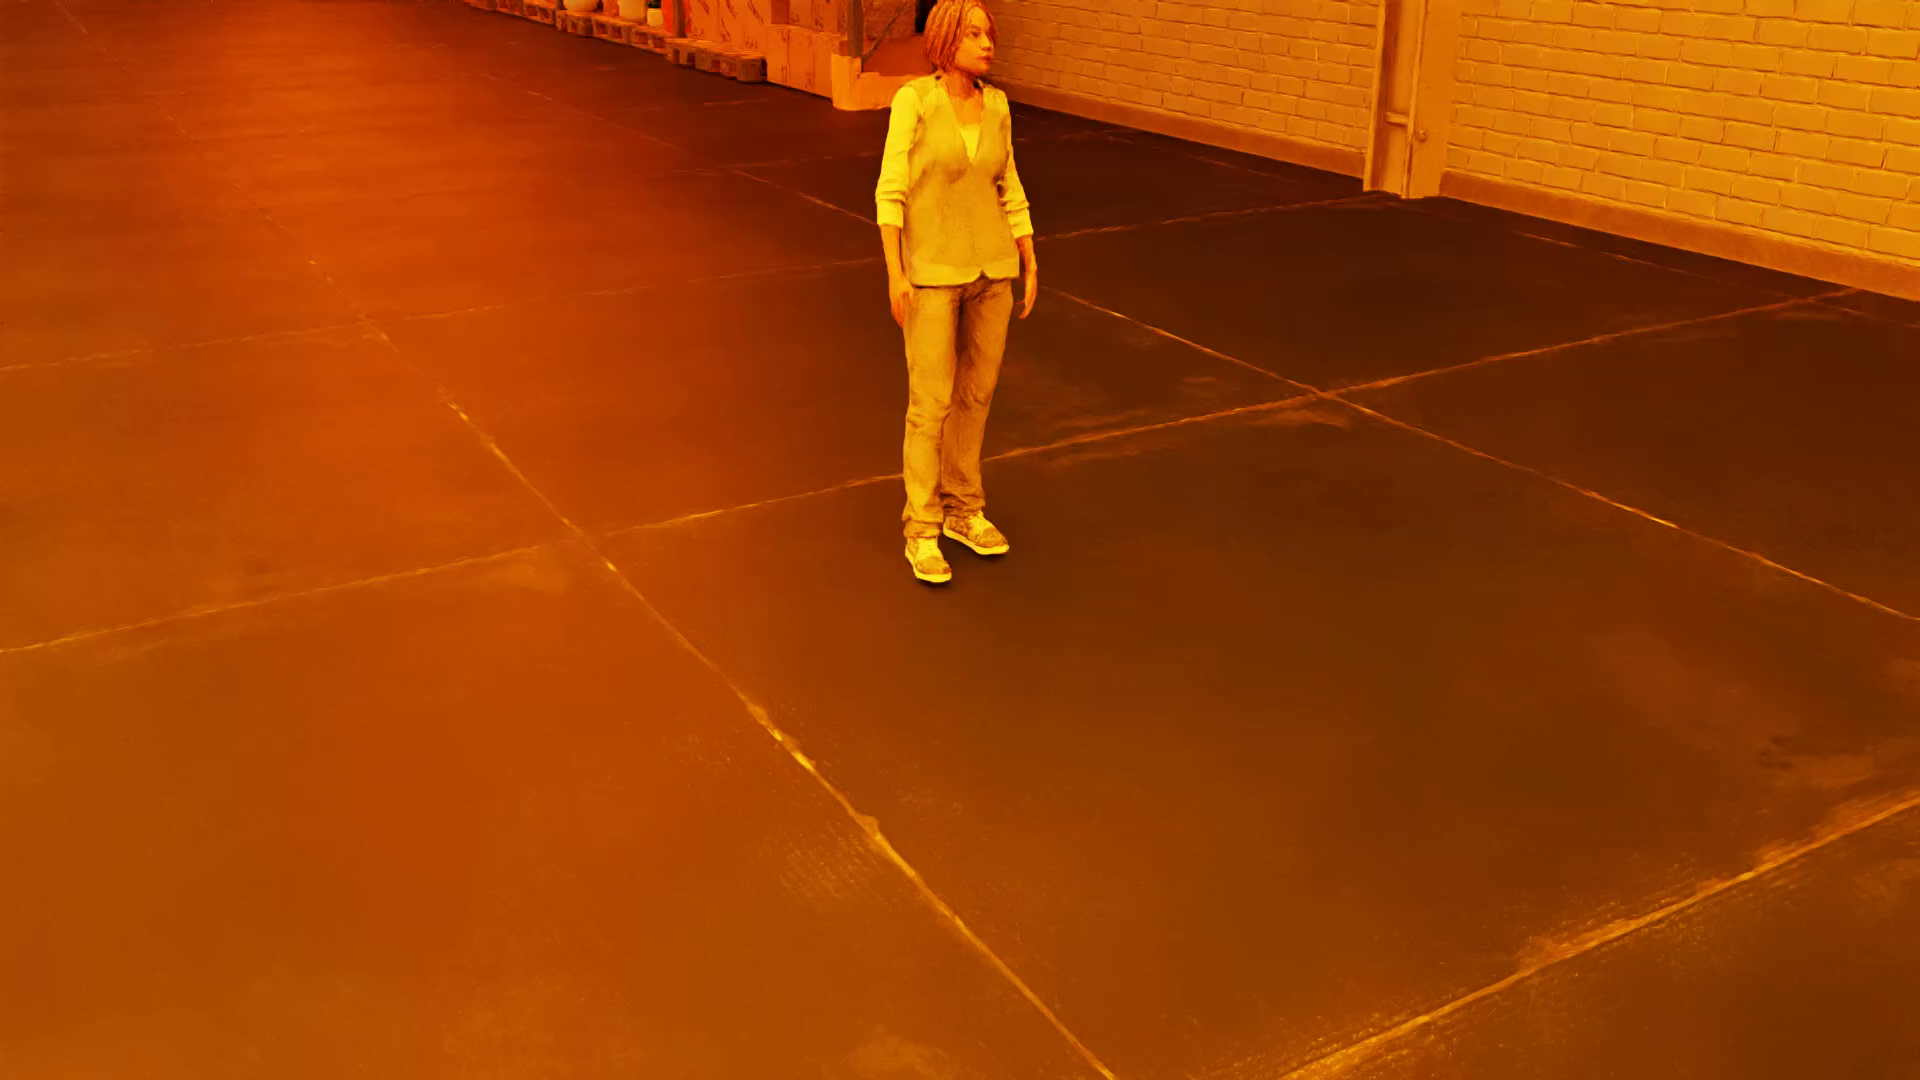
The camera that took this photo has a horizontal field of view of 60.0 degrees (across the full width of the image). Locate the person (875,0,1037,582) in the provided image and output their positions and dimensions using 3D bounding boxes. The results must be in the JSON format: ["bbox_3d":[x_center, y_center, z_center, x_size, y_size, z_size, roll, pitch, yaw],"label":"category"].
[{"bbox_3d":[0.025,-0.718,4.763,0.521,1.597,0.474,-12,25,-28],"label":"person"}]
